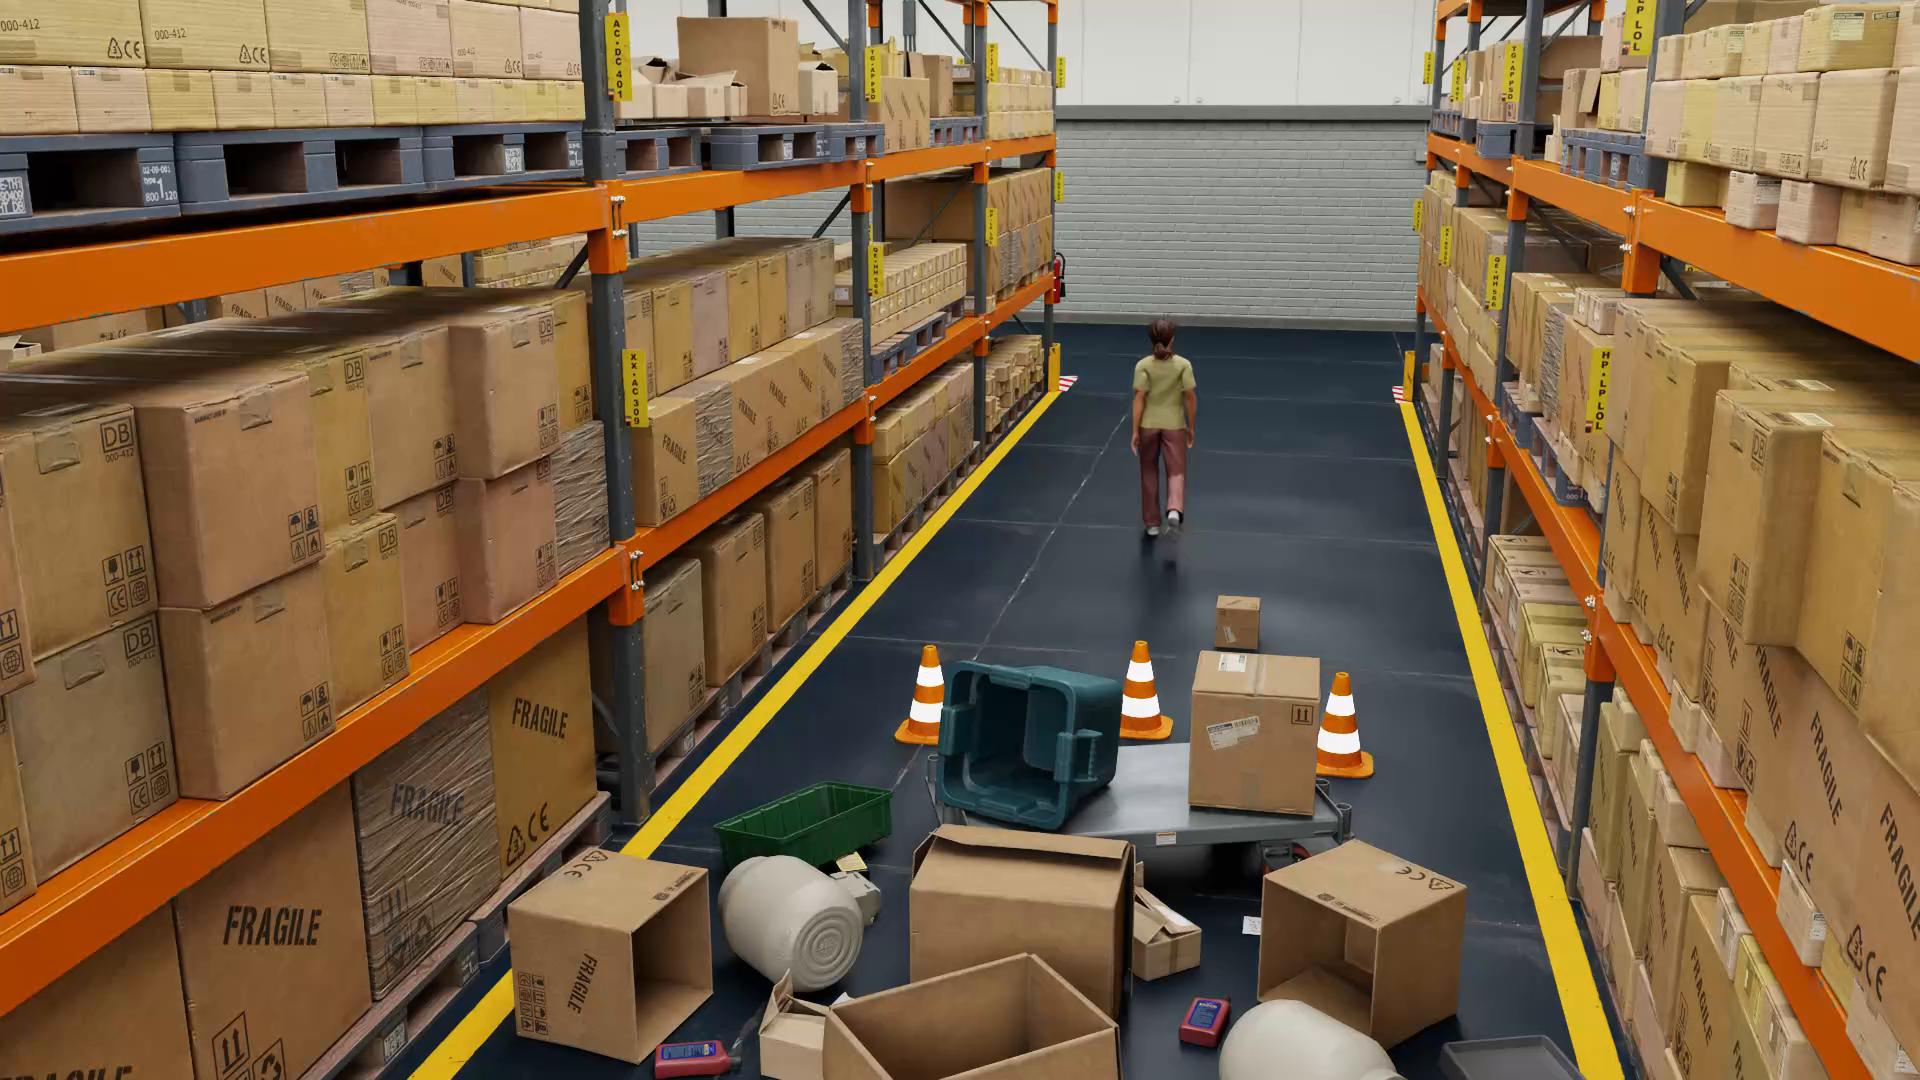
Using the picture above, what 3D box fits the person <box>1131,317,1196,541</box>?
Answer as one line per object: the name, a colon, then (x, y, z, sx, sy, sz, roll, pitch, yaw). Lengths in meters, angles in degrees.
person: (1.469, -0.789, 12.000, 0.456, 1.635, 0.866, 2, 15, 6)
